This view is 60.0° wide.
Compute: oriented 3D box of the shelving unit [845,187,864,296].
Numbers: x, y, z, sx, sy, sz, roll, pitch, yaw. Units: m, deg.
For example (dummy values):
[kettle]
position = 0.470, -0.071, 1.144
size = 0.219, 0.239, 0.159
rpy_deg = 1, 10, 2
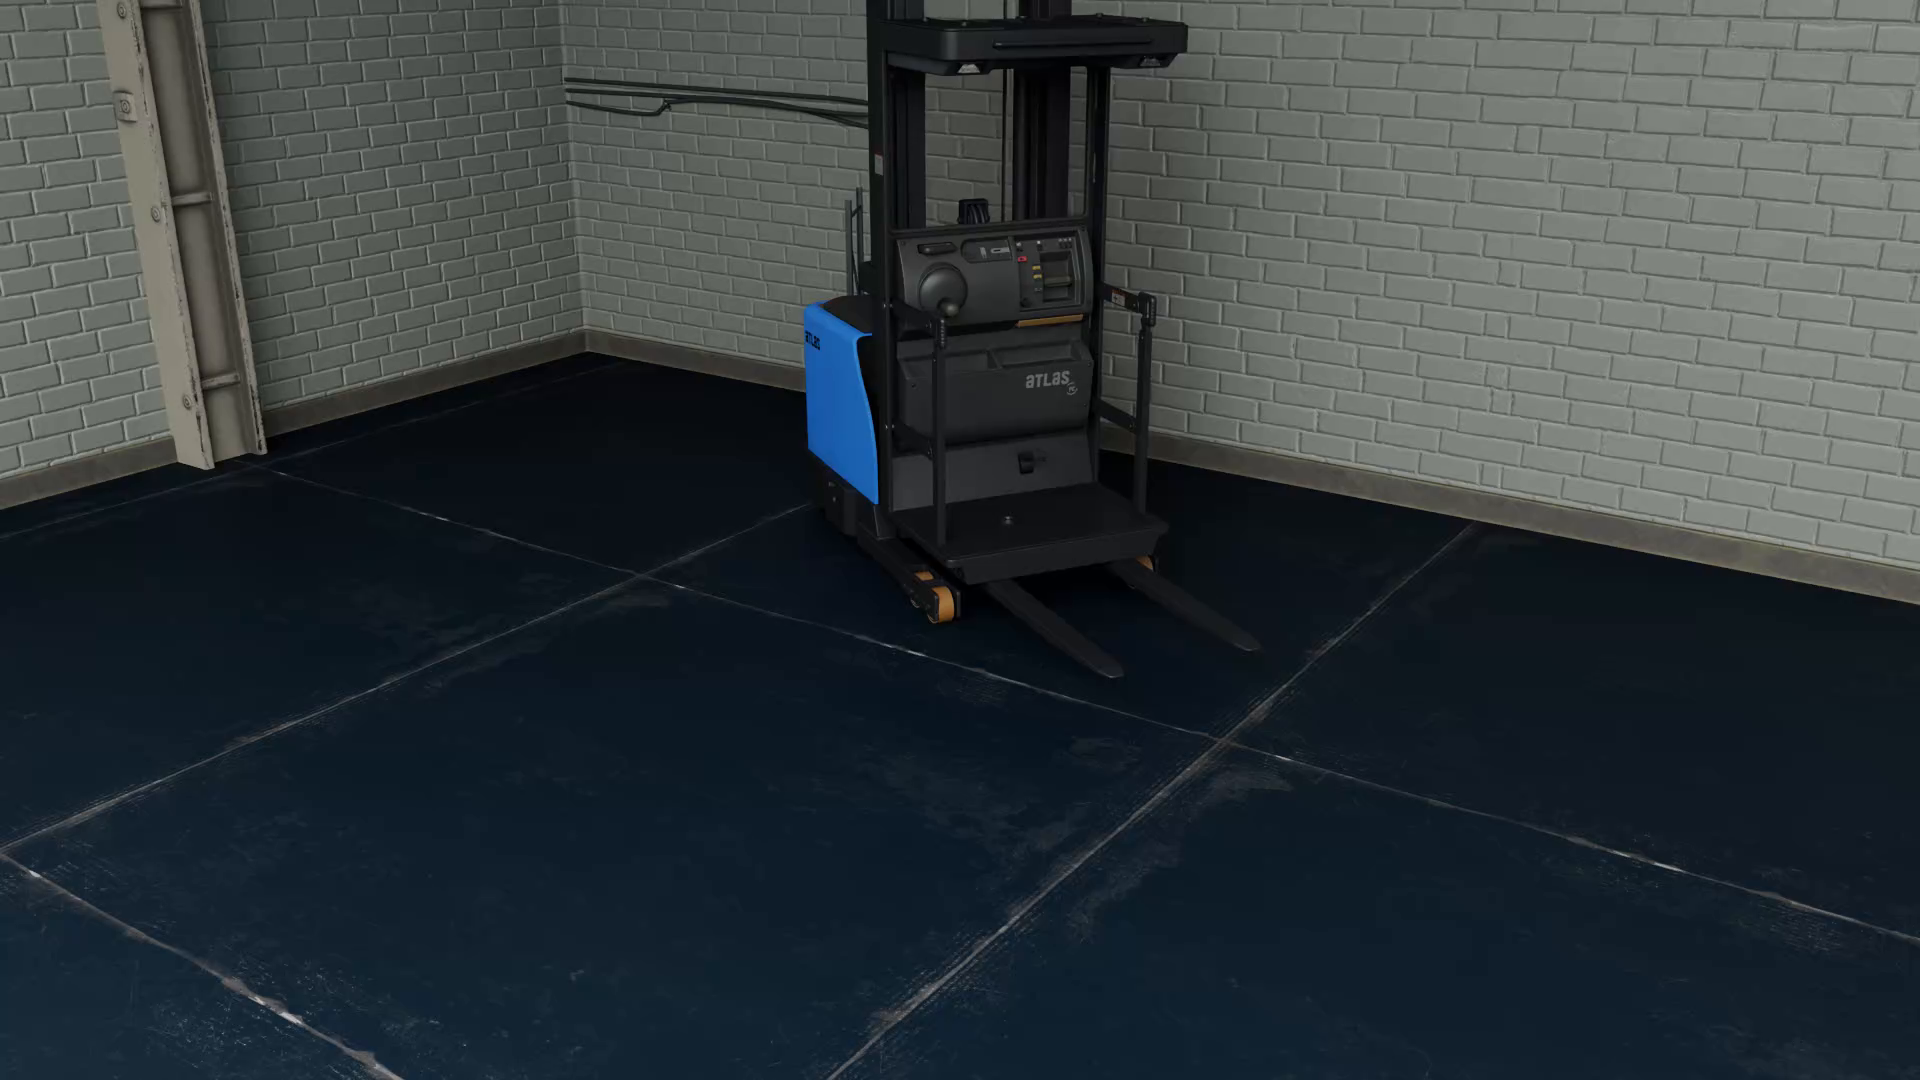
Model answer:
[shelving unit]
position = -0.069, -1.162, 9.246
size = 1.048, 1.500, 0.538
rpy_deg = 1, 20, 4

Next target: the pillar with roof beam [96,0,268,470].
[pillar with roof beam]
position = -0.683, -3.860, 5.730
size = 9.100, 9.000, 0.400
rpy_deg = 13, 24, 32

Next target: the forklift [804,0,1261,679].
[forklift]
position = 0.253, -1.177, 7.223
size = 1.130, 2.935, 3.031
rpy_deg = -9, 22, -22

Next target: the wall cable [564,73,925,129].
[wall cable]
position = -1.494, -3.831, 10.127
size = 3.097, 2.526, 0.112
rpy_deg = 13, 24, 32

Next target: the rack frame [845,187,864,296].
[rack frame]
position = -0.577, -1.175, 9.280
size = 0.032, 1.500, 0.500
rpy_deg = 1, 20, 4
